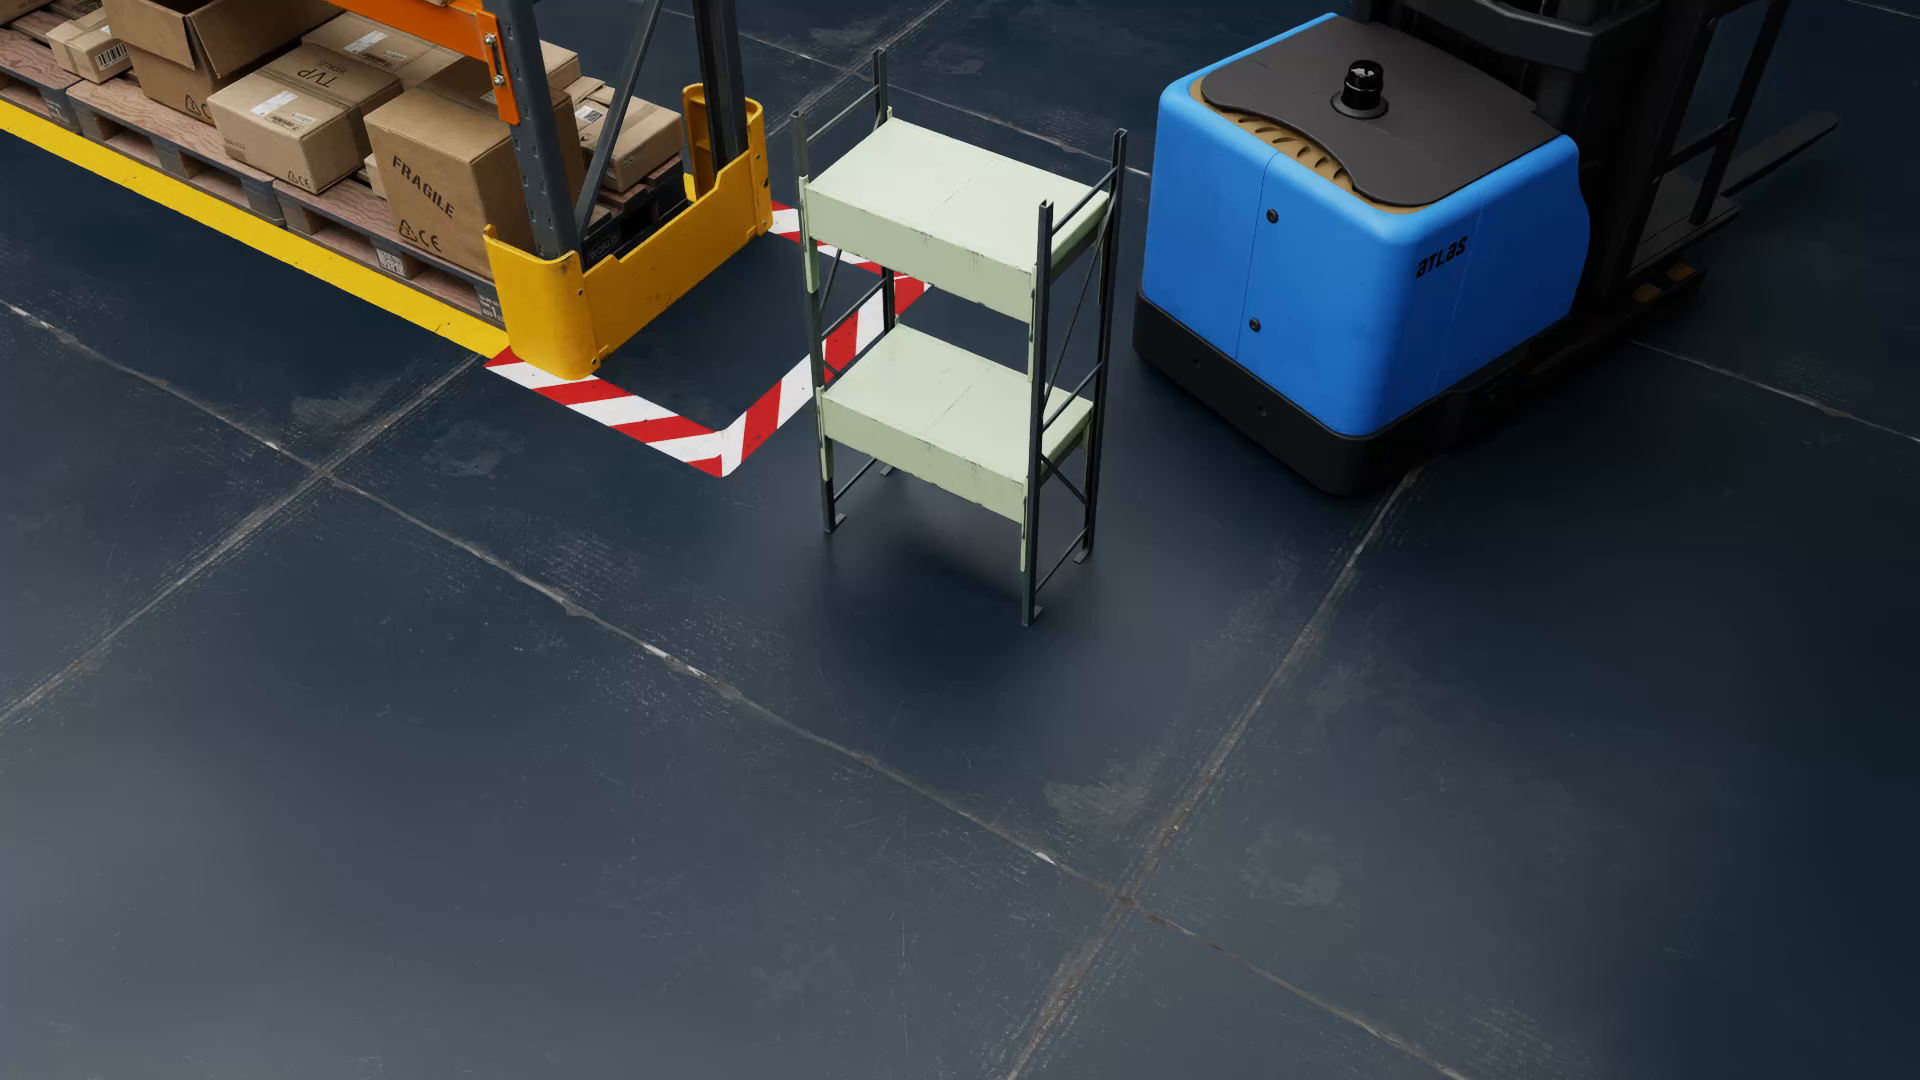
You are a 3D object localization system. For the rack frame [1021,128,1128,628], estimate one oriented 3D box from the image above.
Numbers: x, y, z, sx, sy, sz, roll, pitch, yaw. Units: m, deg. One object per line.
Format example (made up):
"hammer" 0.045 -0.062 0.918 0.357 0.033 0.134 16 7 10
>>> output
"rack frame" 0.302 -0.384 4.577 0.023 1.500 0.400 25 51 22

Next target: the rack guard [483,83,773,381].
"rack guard" -1.159 -1.130 6.000 0.348 0.500 1.175 25 51 22

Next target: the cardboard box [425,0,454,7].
"cardboard box" -1.619 -2.016 5.047 0.500 0.500 0.500 26 51 23

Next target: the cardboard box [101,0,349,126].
"cardboard box" -2.878 -2.079 6.613 0.637 0.503 0.797 25 51 22

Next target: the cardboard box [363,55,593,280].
"cardboard box" -1.685 -1.316 5.873 0.500 0.500 0.500 25 51 22

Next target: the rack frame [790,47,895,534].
"rack frame" -0.314 -0.667 4.852 0.023 1.500 0.400 25 51 22

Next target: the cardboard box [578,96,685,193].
"cardboard box" -1.262 -1.501 6.298 0.250 0.149 0.380 25 51 22

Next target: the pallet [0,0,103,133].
"pallet" -3.884 -2.282 7.321 1.213 0.211 1.003 25 51 22

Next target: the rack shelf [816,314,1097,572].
"rack shelf" -0.006 -0.298 4.948 0.720 0.370 0.431 25 51 22

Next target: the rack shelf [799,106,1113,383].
"rack shelf" -0.006 -0.797 4.435 0.720 0.370 0.431 25 51 22

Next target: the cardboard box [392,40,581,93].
"cardboard box" -1.820 -1.742 6.462 0.500 0.250 0.500 25 51 22

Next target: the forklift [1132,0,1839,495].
"forklift" 2.073 -2.048 5.196 3.031 2.935 1.130 -29 53 -26

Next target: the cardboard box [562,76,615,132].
"cardboard box" -1.472 -1.604 6.386 0.250 0.166 0.380 25 51 22

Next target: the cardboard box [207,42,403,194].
"cardboard box" -2.469 -1.615 6.338 0.500 0.250 0.500 25 51 22

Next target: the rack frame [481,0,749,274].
"rack frame" -1.095 -1.972 5.074 0.127 3.000 1.000 25 51 22

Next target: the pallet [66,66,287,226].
"pallet" -2.853 -1.810 6.862 1.213 0.211 1.003 25 51 22

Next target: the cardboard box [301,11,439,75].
"cardboard box" -2.241 -1.936 6.650 0.500 0.250 0.500 25 51 22

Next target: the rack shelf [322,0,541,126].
"rack shelf" -2.778 -2.495 6.085 4.000 0.370 1.077 25 51 22

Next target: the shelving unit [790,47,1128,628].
"shelving unit" -0.006 -0.525 4.715 0.755 1.500 0.431 25 51 22

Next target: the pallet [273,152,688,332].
"pallet" -1.830 -1.337 6.403 1.213 0.211 1.003 25 51 22

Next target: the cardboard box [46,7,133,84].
"cardboard box" -3.492 -2.064 6.833 0.250 0.166 0.380 25 51 22

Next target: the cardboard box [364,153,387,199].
"cardboard box" -1.978 -1.411 6.198 0.250 0.166 0.380 25 51 22
